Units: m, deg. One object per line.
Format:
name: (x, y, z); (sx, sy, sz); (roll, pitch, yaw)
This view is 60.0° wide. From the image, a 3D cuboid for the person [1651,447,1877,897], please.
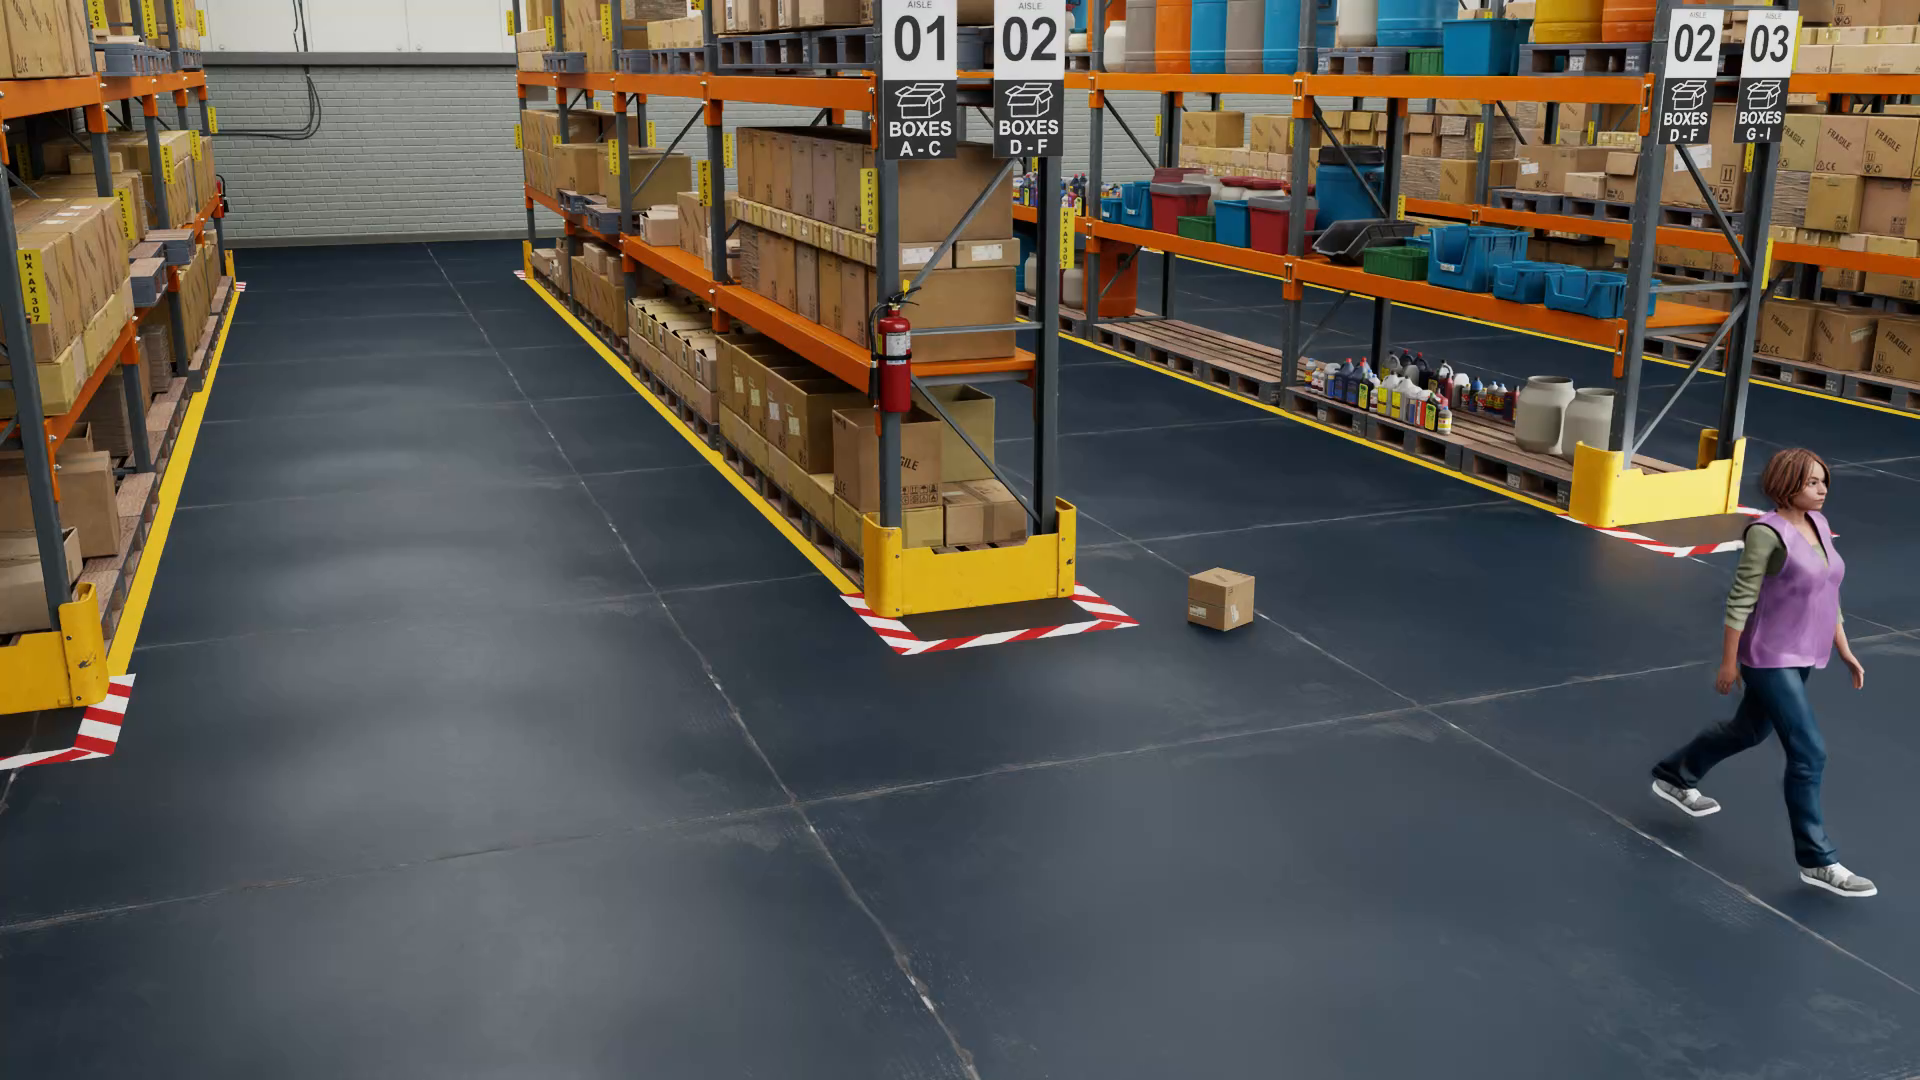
person: (3.003, 0.424, 6.038); (0.424, 1.543, 0.938); (-11, 19, -34)
